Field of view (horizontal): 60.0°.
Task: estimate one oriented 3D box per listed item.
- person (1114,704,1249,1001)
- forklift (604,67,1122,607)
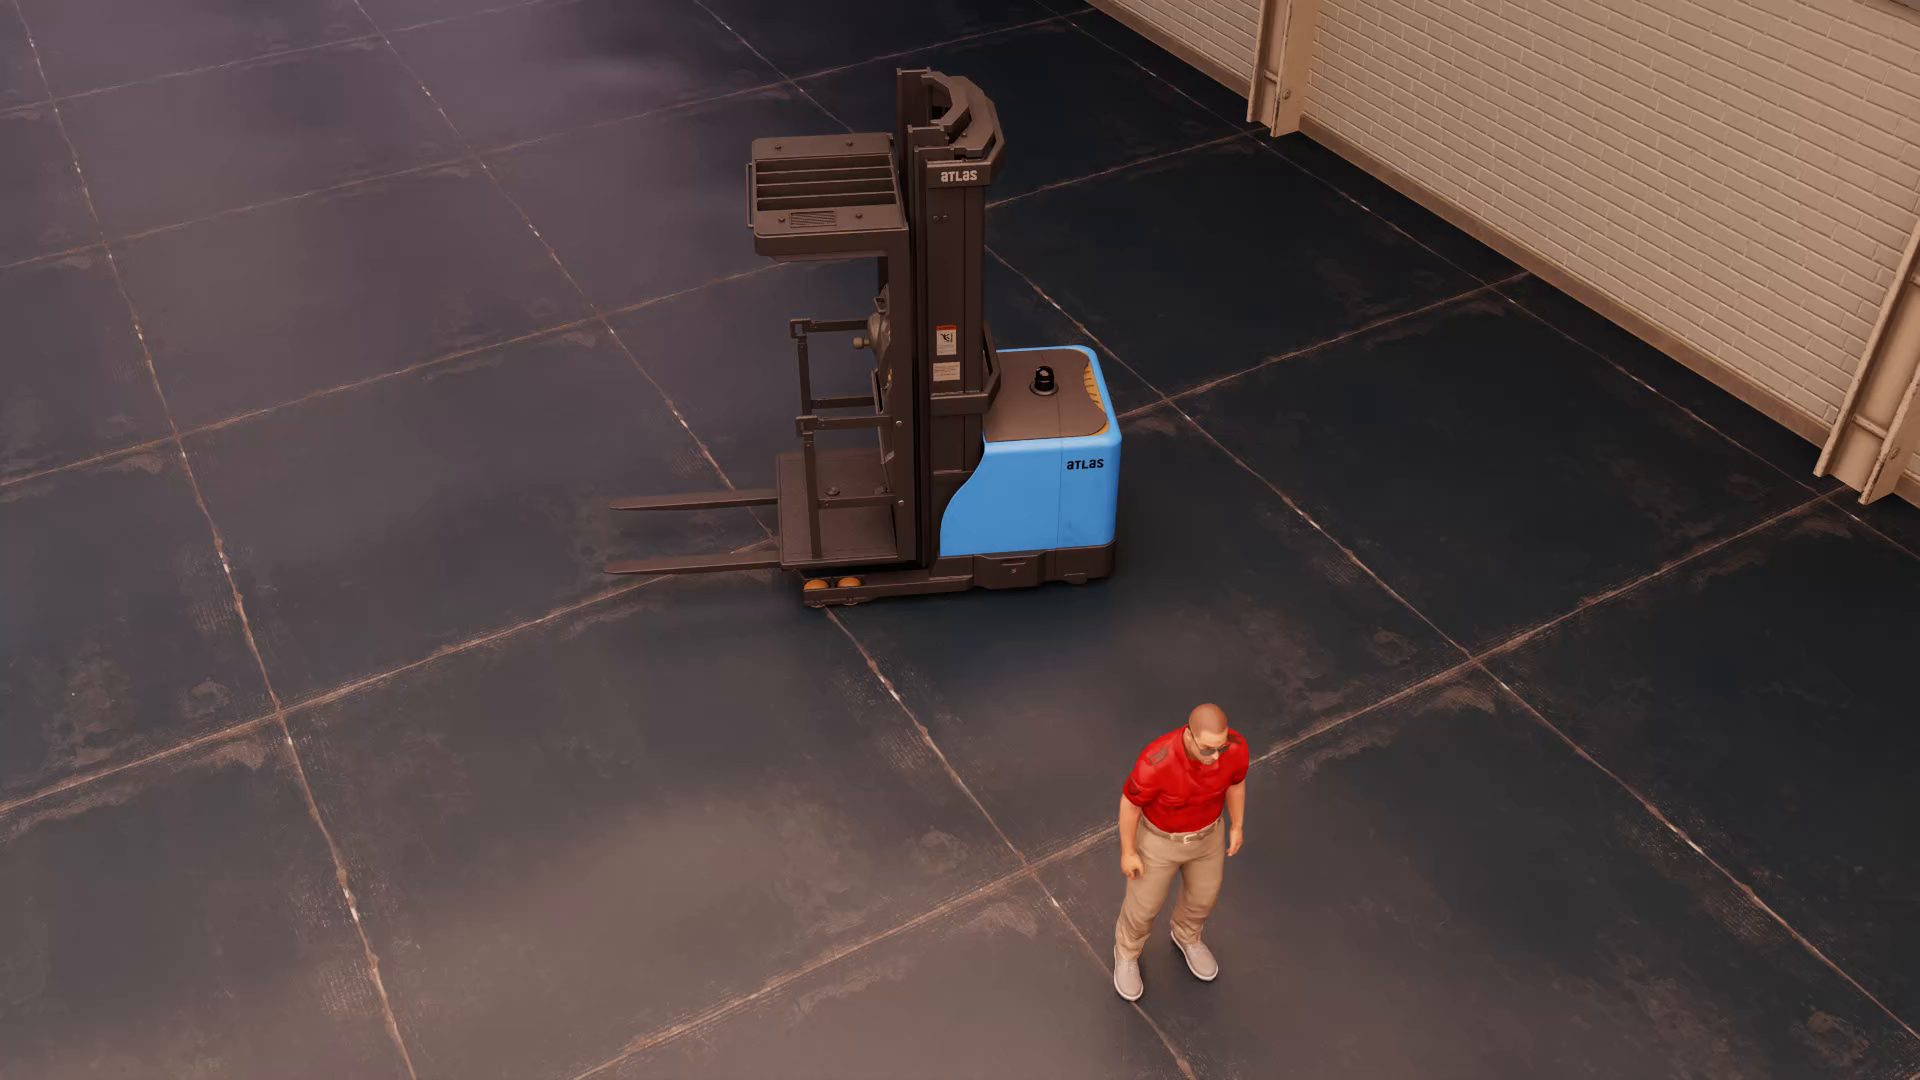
[{"bbox_3d":[0.981,1.326,7.380,0.589,1.726,0.388,-11,41,-13],"label":"person"},{"bbox_3d":[-0.621,-1.085,9.345,3.031,2.935,1.130,-4,40,-5],"label":"forklift"}]
